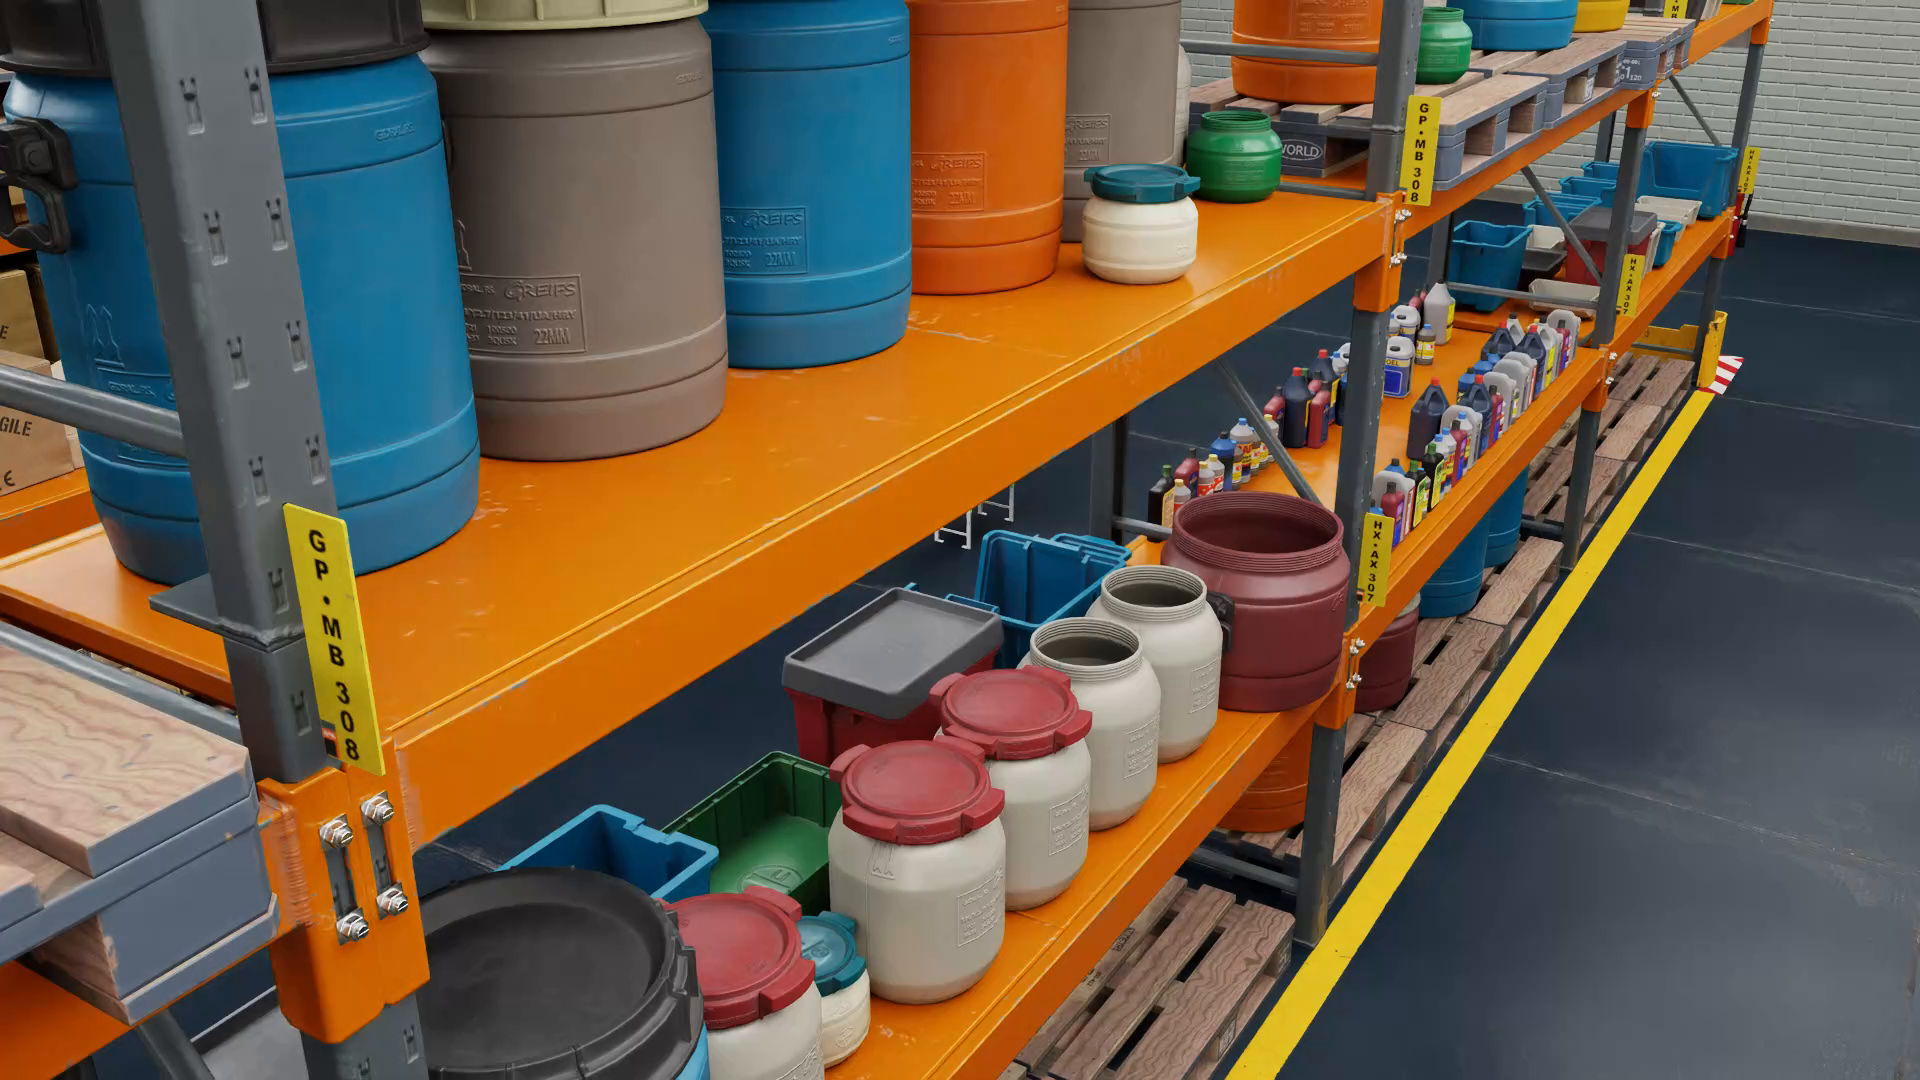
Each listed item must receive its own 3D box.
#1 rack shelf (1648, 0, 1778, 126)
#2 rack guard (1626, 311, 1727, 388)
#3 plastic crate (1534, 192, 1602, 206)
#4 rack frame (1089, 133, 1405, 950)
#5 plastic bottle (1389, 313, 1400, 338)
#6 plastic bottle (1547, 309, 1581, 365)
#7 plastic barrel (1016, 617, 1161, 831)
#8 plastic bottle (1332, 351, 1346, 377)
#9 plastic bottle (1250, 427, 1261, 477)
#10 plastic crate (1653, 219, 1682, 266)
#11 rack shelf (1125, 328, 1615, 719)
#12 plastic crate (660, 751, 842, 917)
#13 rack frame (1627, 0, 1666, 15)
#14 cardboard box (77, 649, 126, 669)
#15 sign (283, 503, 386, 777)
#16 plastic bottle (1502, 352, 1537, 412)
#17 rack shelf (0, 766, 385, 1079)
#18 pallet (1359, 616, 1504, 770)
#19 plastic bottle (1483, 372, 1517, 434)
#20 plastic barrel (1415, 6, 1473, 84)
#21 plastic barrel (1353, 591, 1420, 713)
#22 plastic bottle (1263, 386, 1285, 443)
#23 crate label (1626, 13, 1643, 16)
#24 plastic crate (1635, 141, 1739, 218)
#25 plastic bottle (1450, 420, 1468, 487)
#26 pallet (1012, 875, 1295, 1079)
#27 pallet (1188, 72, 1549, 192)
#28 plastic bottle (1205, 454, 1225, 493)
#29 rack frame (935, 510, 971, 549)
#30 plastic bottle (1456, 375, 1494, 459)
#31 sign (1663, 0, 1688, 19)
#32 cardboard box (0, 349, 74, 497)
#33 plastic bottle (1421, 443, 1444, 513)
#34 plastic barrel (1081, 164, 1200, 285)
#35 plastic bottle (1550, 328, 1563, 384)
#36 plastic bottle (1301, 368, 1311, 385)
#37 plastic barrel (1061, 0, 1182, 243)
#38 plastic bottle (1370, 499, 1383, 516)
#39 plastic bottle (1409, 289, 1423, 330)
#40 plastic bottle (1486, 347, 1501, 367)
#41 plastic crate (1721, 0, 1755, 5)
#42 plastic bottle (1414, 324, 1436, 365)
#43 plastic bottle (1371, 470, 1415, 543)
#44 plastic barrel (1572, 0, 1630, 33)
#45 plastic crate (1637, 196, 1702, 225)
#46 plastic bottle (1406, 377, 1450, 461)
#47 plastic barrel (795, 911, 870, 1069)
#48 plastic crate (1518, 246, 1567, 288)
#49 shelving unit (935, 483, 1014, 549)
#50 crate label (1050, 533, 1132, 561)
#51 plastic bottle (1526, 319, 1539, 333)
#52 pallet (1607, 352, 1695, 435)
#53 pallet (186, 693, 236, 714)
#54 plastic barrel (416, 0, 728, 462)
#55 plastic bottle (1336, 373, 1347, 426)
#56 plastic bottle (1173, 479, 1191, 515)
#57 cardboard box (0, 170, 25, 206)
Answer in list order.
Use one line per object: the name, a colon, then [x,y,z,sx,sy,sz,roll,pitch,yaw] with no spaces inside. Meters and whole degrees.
rack shelf: [4.095,-3.041,10.130,1.077,0.370,4.000,14,27,29]
rack guard: [5.151,-1.534,12.664,1.175,0.500,0.348,14,27,29]
plastic crate: [4.045,-2.162,11.104,0.416,0.233,0.300,14,27,29]
rack frame: [0.930,0.030,5.905,1.000,3.000,0.127,14,27,29]
plastic bottle: [2.194,-1.028,8.510,0.097,0.271,0.097,0,23,0]
plastic bottle: [3.106,-1.062,8.584,0.152,0.276,0.135,14,27,29]
plastic barrel: [0.346,0.513,4.649,0.421,0.512,0.421,0,23,0]
plastic bottle: [1.777,-0.760,7.893,0.097,0.271,0.097,0,23,0]
plastic bottle: [1.235,-0.382,7.107,0.097,0.201,0.097,0,23,0]
plastic crate: [4.284,-1.874,10.438,0.416,0.233,0.300,14,27,29]
rack shelf: [1.985,-0.315,7.607,1.077,0.370,4.000,14,27,29]
plastic crate: [-0.501,0.830,4.323,0.450,0.188,0.662,14,27,29]
rack frame: [3.040,-4.073,7.832,1.000,3.000,0.127,14,27,29]
cardboard box: [-3.881,0.377,7.329,0.500,0.311,0.500,14,27,29]
sign: [-0.719,0.118,1.914,0.100,0.325,0.005,14,27,29]
plastic bottle: [2.648,-0.769,7.906,0.152,0.276,0.135,14,27,29]
rack shelf: [-2.235,1.009,0.774,1.077,0.370,4.000,14,27,29]
pallet: [1.954,0.625,8.041,1.003,0.211,1.213,14,27,29]
plastic bottle: [2.454,-0.645,7.621,0.152,0.276,0.135,14,27,29]
plastic barrel: [1.684,-1.777,5.971,0.294,0.245,0.294,0,23,0]
plastic barrel: [1.769,0.394,7.571,0.600,0.588,0.708,14,27,29]
plastic bottle: [1.383,-0.528,7.341,0.061,0.283,0.133,14,27,29]
crate label: [3.543,-2.680,8.721,0.293,0.136,0.466,14,27,29]
plastic crate: [5.132,-2.562,11.772,0.616,0.435,0.499,14,27,29]
plastic bottle: [2.081,-0.375,6.988,0.061,0.283,0.133,14,27,29]
pallet: [0.488,1.563,5.874,1.003,0.211,1.213,14,27,29]
pallet: [1.416,-1.497,5.895,1.003,0.211,1.213,14,27,29]
plastic bottle: [1.030,-0.251,6.803,0.097,0.201,0.097,0,23,0]
rack frame: [-0.041,-0.524,9.450,0.240,1.200,0.015,14,27,29]
plastic bottle: [2.252,-0.547,7.299,0.144,0.351,0.185,14,27,29]
sign: [3.506,-2.585,8.158,0.100,0.325,0.005,14,27,29]
cardboard box: [-4.148,-0.485,6.970,0.500,0.500,0.500,12,26,26]
plastic bottle: [1.908,-0.264,6.732,0.061,0.283,0.133,14,27,29]
plastic barrel: [0.457,-0.805,4.232,0.301,0.262,0.301,0,23,0]
plastic bottle: [2.914,-0.939,8.299,0.152,0.276,0.135,14,27,29]
plastic bottle: [1.551,-0.635,7.589,0.061,0.283,0.133,14,27,29]
plastic barrel: [0.312,-1.345,4.674,0.600,0.901,0.600,0,23,0]
plastic bottle: [1.517,-0.023,6.188,0.097,0.271,0.097,0,23,0]
plastic bottle: [2.413,-1.187,8.863,0.061,0.283,0.133,14,27,29]
plastic bottle: [2.532,-0.786,7.953,0.097,0.271,0.097,0,23,0]
plastic crate: [4.872,-3.557,10.681,0.450,0.188,0.336,14,27,29]
plastic bottle: [2.395,-1.009,8.555,0.097,0.201,0.097,0,23,0]
plastic bottle: [1.677,-0.147,6.471,0.152,0.276,0.135,14,27,29]
plastic barrel: [2.731,-2.625,7.497,0.600,0.588,0.600,0,23,0]
plastic crate: [4.873,-2.263,11.459,0.396,0.136,0.243,14,27,29]
plastic bottle: [2.051,-0.533,7.268,0.144,0.351,0.185,14,27,29]
plastic barrel: [-0.352,1.029,3.771,0.301,0.262,0.301,0,23,0]
plastic crate: [3.402,-1.655,10.069,0.437,0.125,0.590,14,27,29]
shelving unit: [0.087,-0.606,9.641,0.258,1.200,0.503,14,27,29]
crate label: [0.389,0.171,5.791,0.303,0.233,0.416,14,27,29]
plastic bottle: [2.991,-1.048,8.645,0.097,0.201,0.097,0,23,0]
pallet: [4.682,-1.120,12.072,1.003,0.211,1.213,14,27,29]
pallet: [-3.744,0.540,8.237,1.003,0.211,1.213,14,27,29]
plastic barrel: [-0.751,-0.664,3.102,0.600,0.901,0.600,0,23,0]
plastic bottle: [1.796,-0.664,7.671,0.097,0.271,0.097,0,23,0]
plastic bottle: [0.857,-0.140,6.547,0.097,0.201,0.097,0,23,0]
cardboard box: [-6.729,-2.523,11.276,0.500,0.500,0.500,15,28,31]
